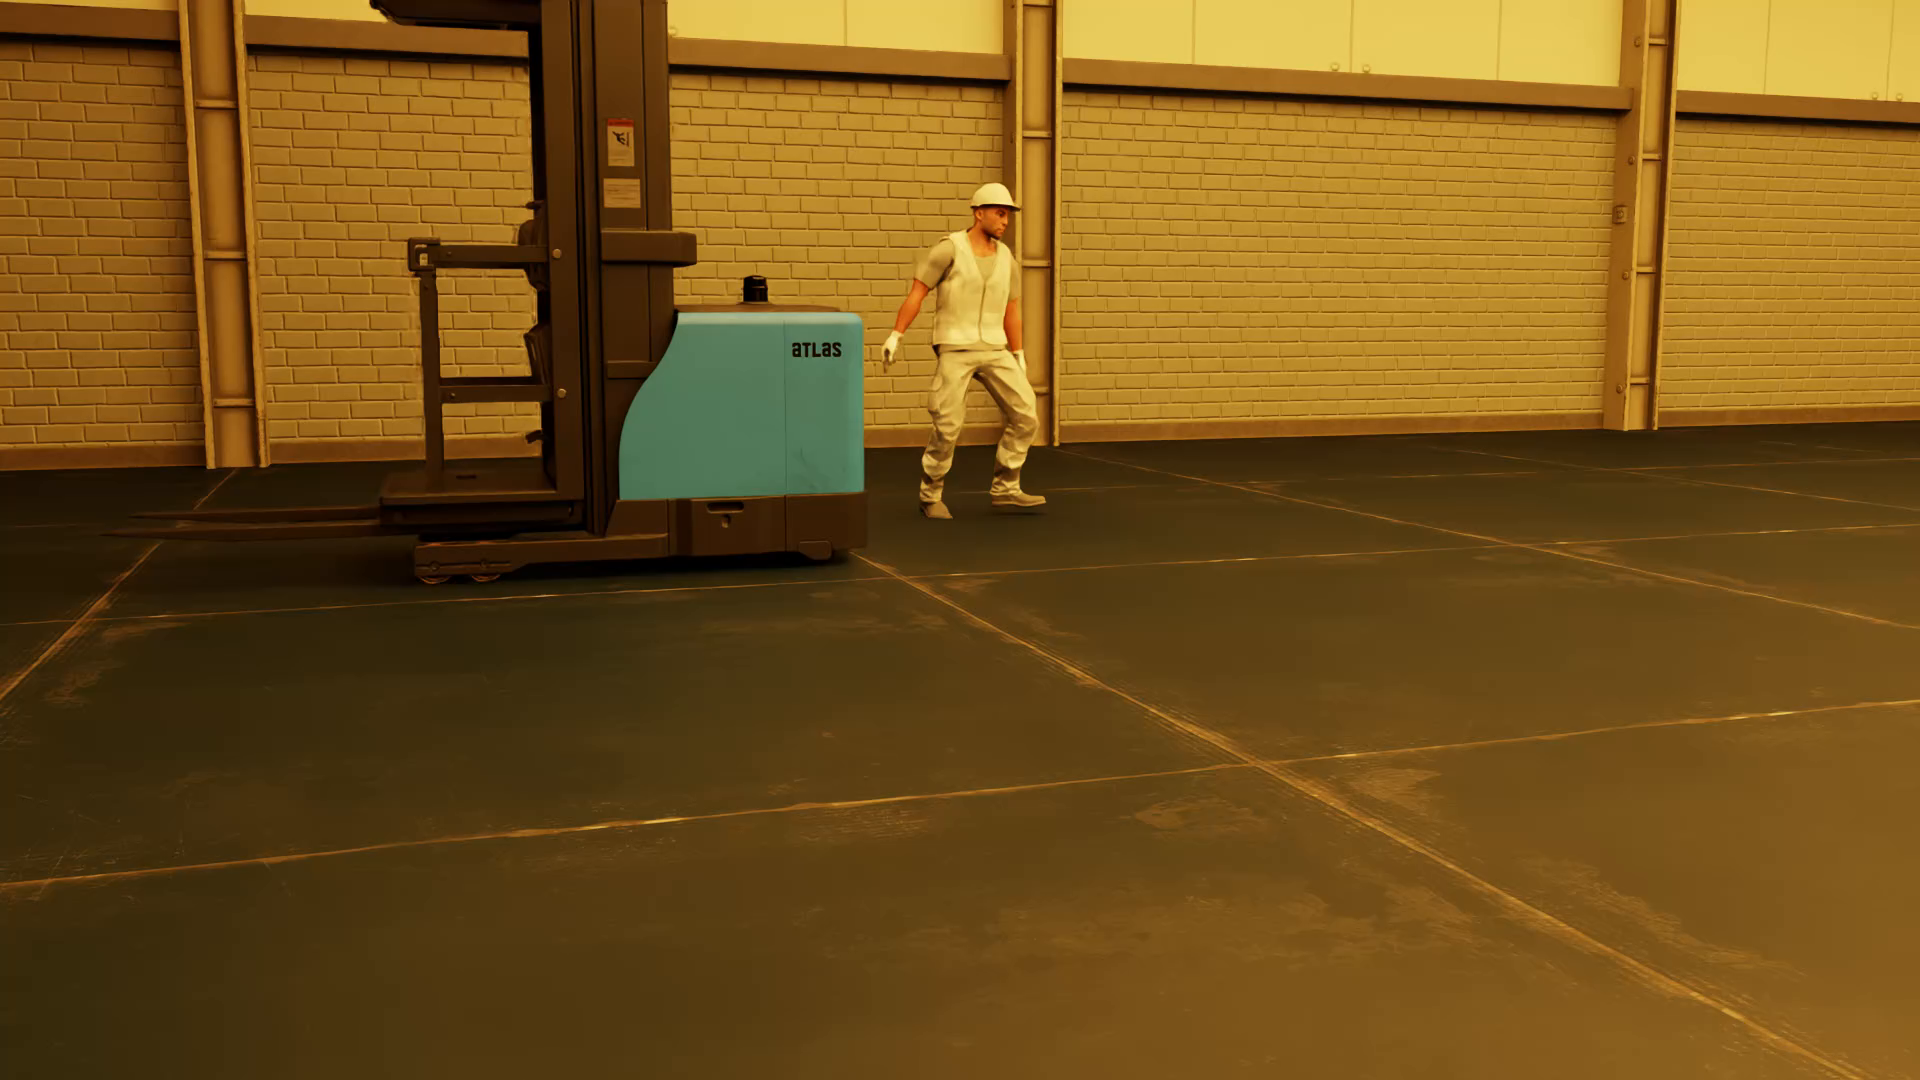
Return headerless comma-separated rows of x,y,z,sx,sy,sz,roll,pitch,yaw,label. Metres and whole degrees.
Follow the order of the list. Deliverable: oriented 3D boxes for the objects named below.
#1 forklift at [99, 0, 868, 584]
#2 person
-1.976,-1.355,7.010,3.031,2.935,1.130,-2,8,-17,forklift
0.024,-0.973,8.725,0.891,1.757,0.489,-3,8,-23,person
